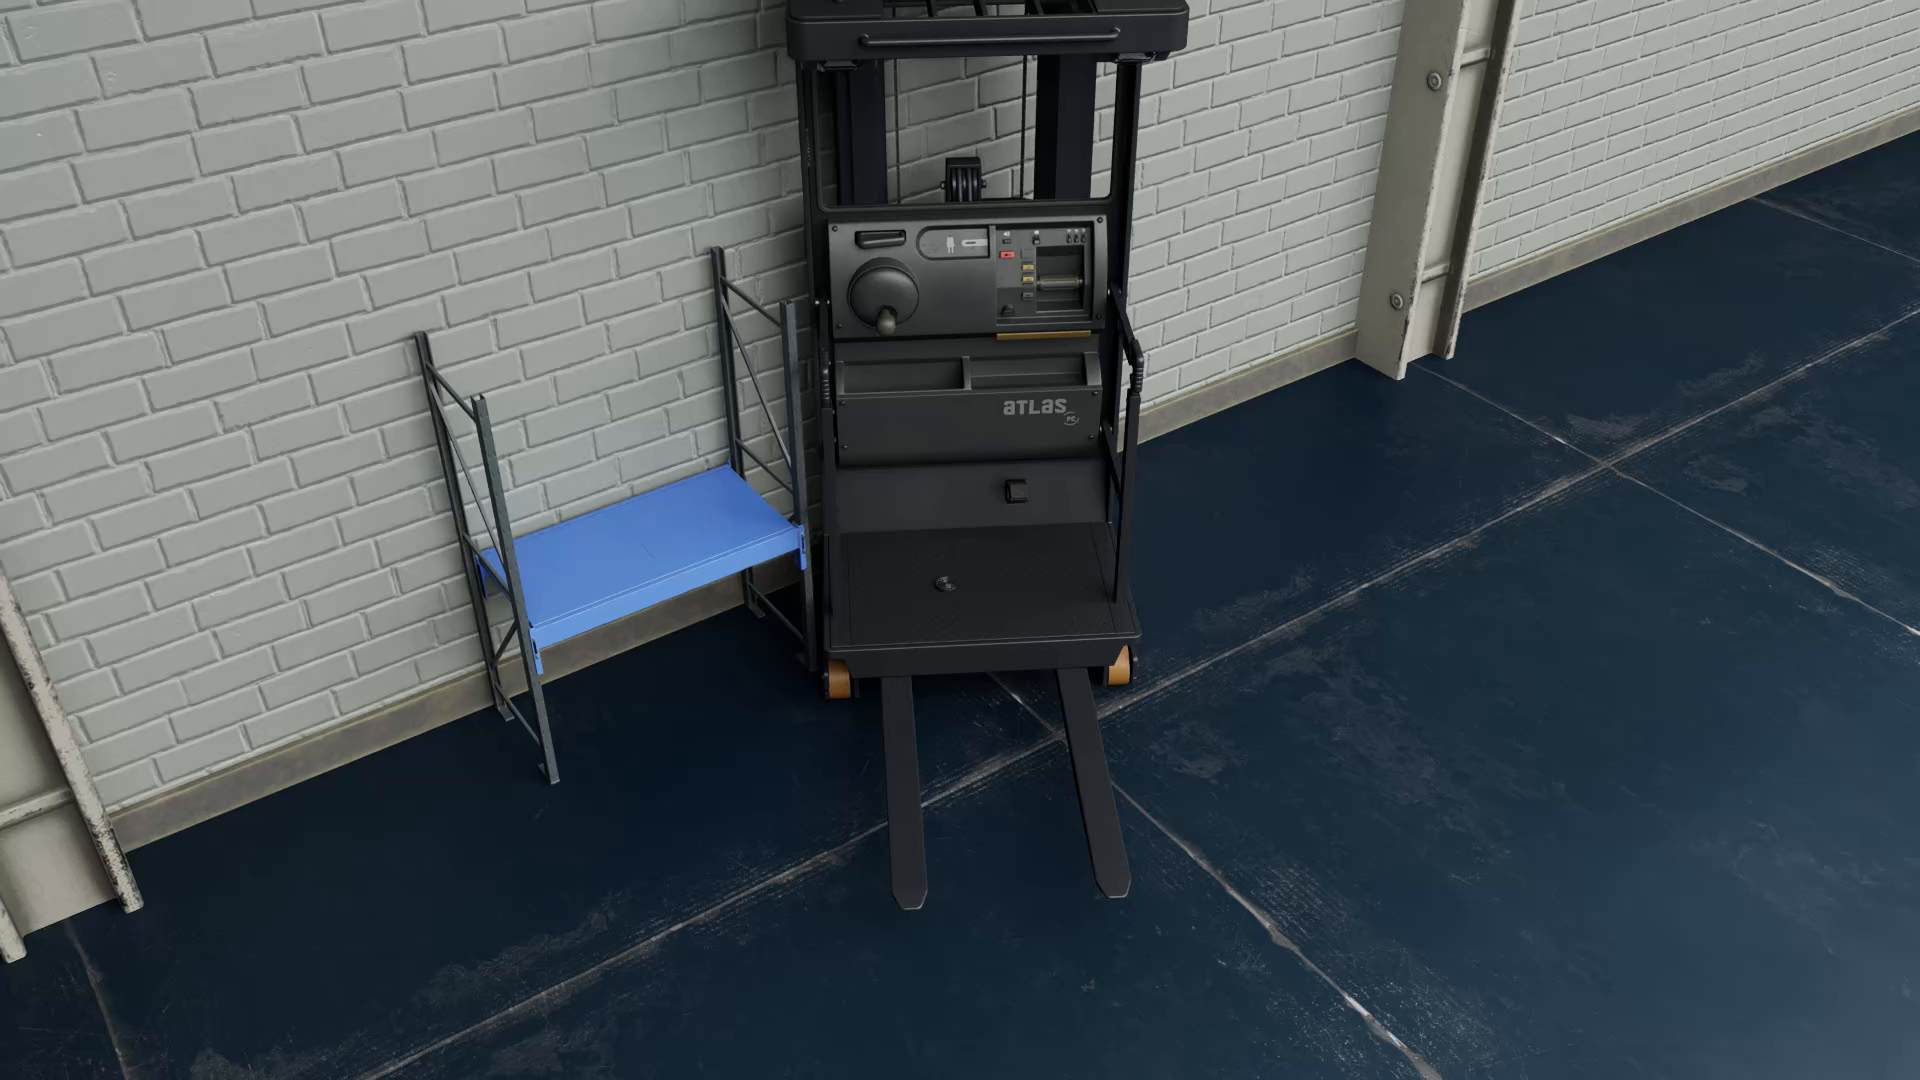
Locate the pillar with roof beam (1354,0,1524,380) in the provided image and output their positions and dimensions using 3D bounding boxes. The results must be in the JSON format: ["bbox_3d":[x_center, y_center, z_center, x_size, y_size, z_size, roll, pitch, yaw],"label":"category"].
[{"bbox_3d":[4.600,-2.486,2.499,0.400,9.000,9.100,-22,41,-28],"label":"pillar with roof beam"}]

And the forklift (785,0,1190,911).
[{"bbox_3d":[0.047,-0.823,5.384,1.130,2.935,3.031,-3,36,-3],"label":"forklift"}]

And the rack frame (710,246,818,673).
[{"bbox_3d":[-0.675,-0.248,5.810,0.032,1.500,0.500,-22,41,-28],"label":"rack frame"}]

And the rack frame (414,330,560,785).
[{"bbox_3d":[-1.507,0.093,5.336,0.032,1.500,0.500,-22,41,-28],"label":"rack frame"}]

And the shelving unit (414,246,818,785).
[{"bbox_3d":[-1.091,-0.077,5.573,1.048,1.500,0.538,-22,41,-28],"label":"shelving unit"}]

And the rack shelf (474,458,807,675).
[{"bbox_3d":[-1.091,0.069,5.678,1.000,0.185,0.538,-22,41,-28],"label":"rack shelf"}]
